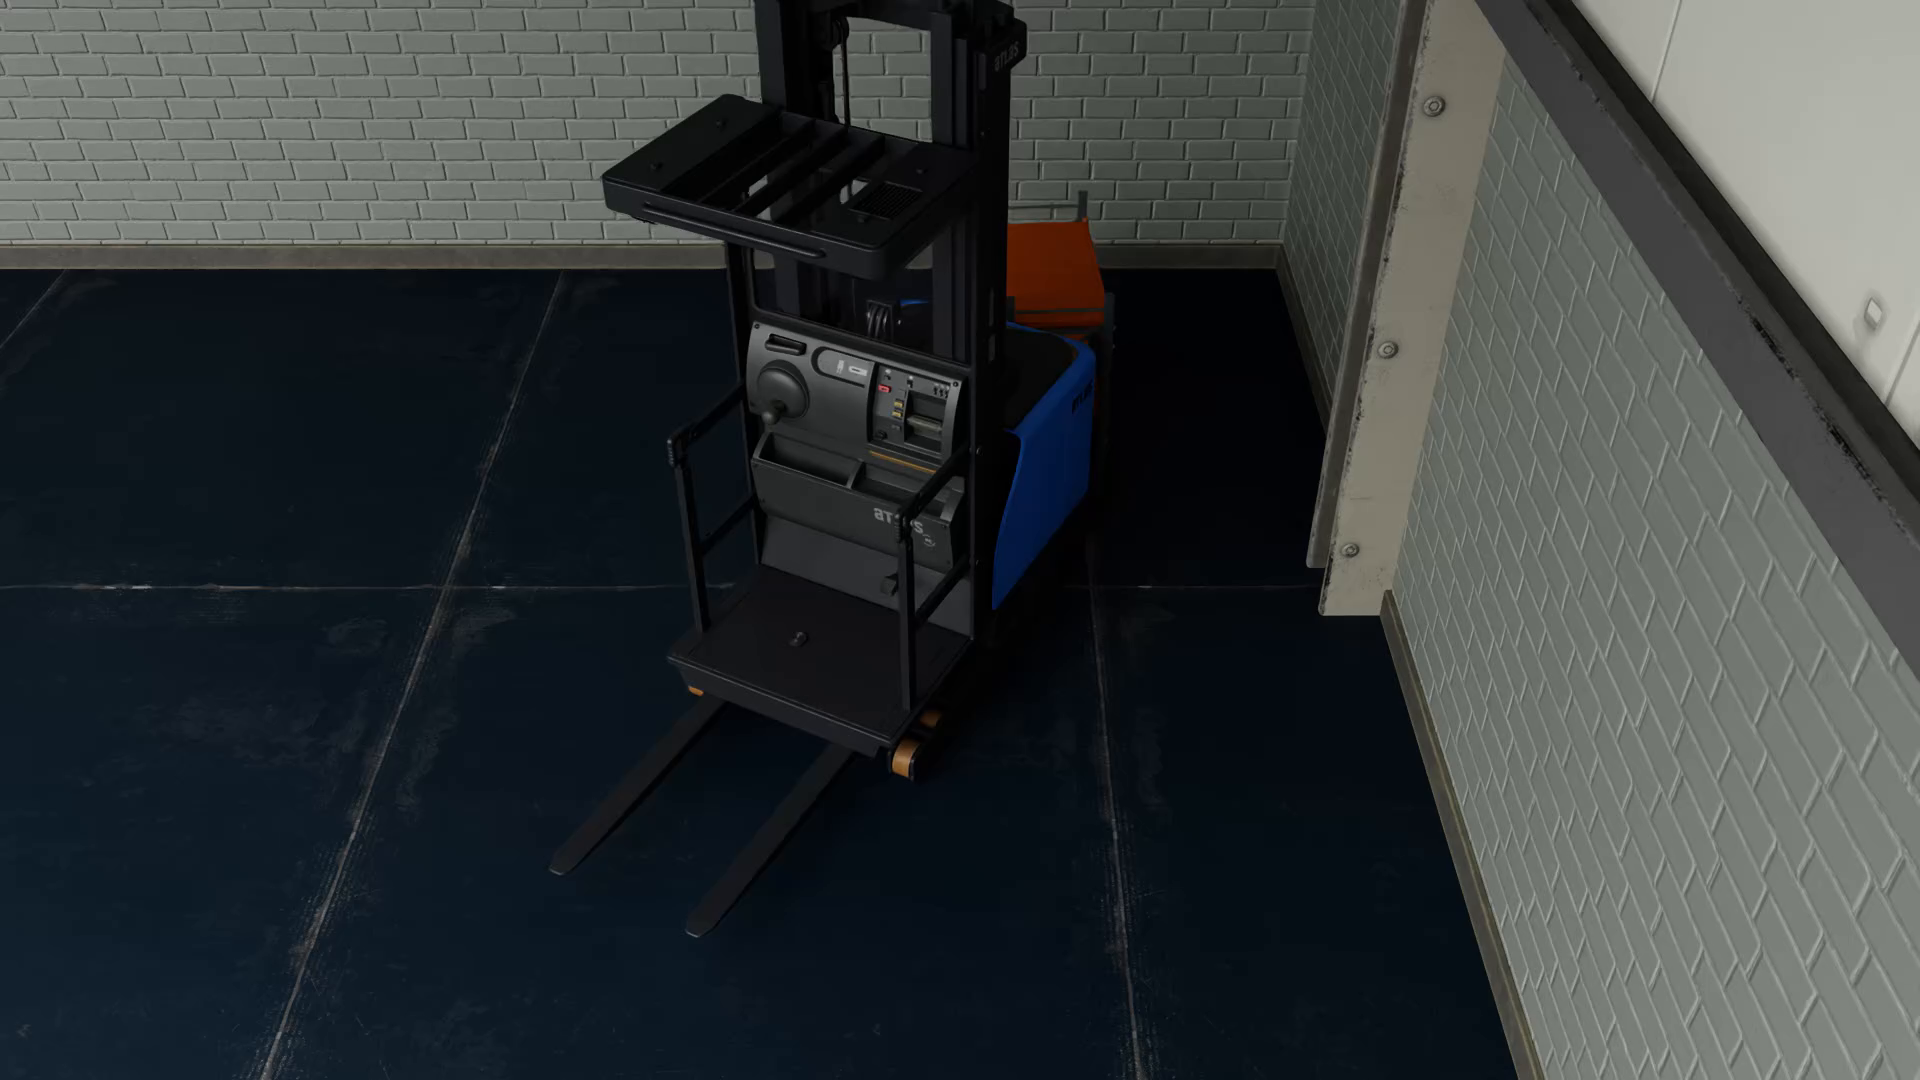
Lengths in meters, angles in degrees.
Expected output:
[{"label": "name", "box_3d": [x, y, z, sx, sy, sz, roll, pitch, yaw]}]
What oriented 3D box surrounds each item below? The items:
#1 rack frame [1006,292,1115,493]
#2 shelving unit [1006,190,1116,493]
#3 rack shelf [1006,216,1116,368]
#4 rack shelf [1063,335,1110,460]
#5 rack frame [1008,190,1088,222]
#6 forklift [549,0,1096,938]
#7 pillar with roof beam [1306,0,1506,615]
[{"label": "rack frame", "box_3d": [0.458, -0.674, 7.938, 0.500, 1.125, 0.032, -2, 39, -3]}, {"label": "shelving unit", "box_3d": [0.426, -0.992, 8.333, 0.538, 1.125, 1.048, -2, 39, -3]}, {"label": "rack shelf", "box_3d": [0.426, -1.220, 8.150, 0.538, 0.278, 1.000, -2, 39, -3]}, {"label": "rack shelf", "box_3d": [0.426, -0.801, 8.486, 0.538, 0.278, 1.000, -2, 39, -3]}, {"label": "rack frame", "box_3d": [0.393, -1.309, 8.729, 0.500, 1.125, 0.032, -2, 39, -3]}, {"label": "forklift", "box_3d": [-0.514, -0.496, 6.271, 1.130, 2.935, 3.031, 18, 42, 21]}, {"label": "pillar with roof beam", "box_3d": [-2.513, -3.291, 4.906, 9.100, 9.000, 0.400, 0, 39, 0]}]
